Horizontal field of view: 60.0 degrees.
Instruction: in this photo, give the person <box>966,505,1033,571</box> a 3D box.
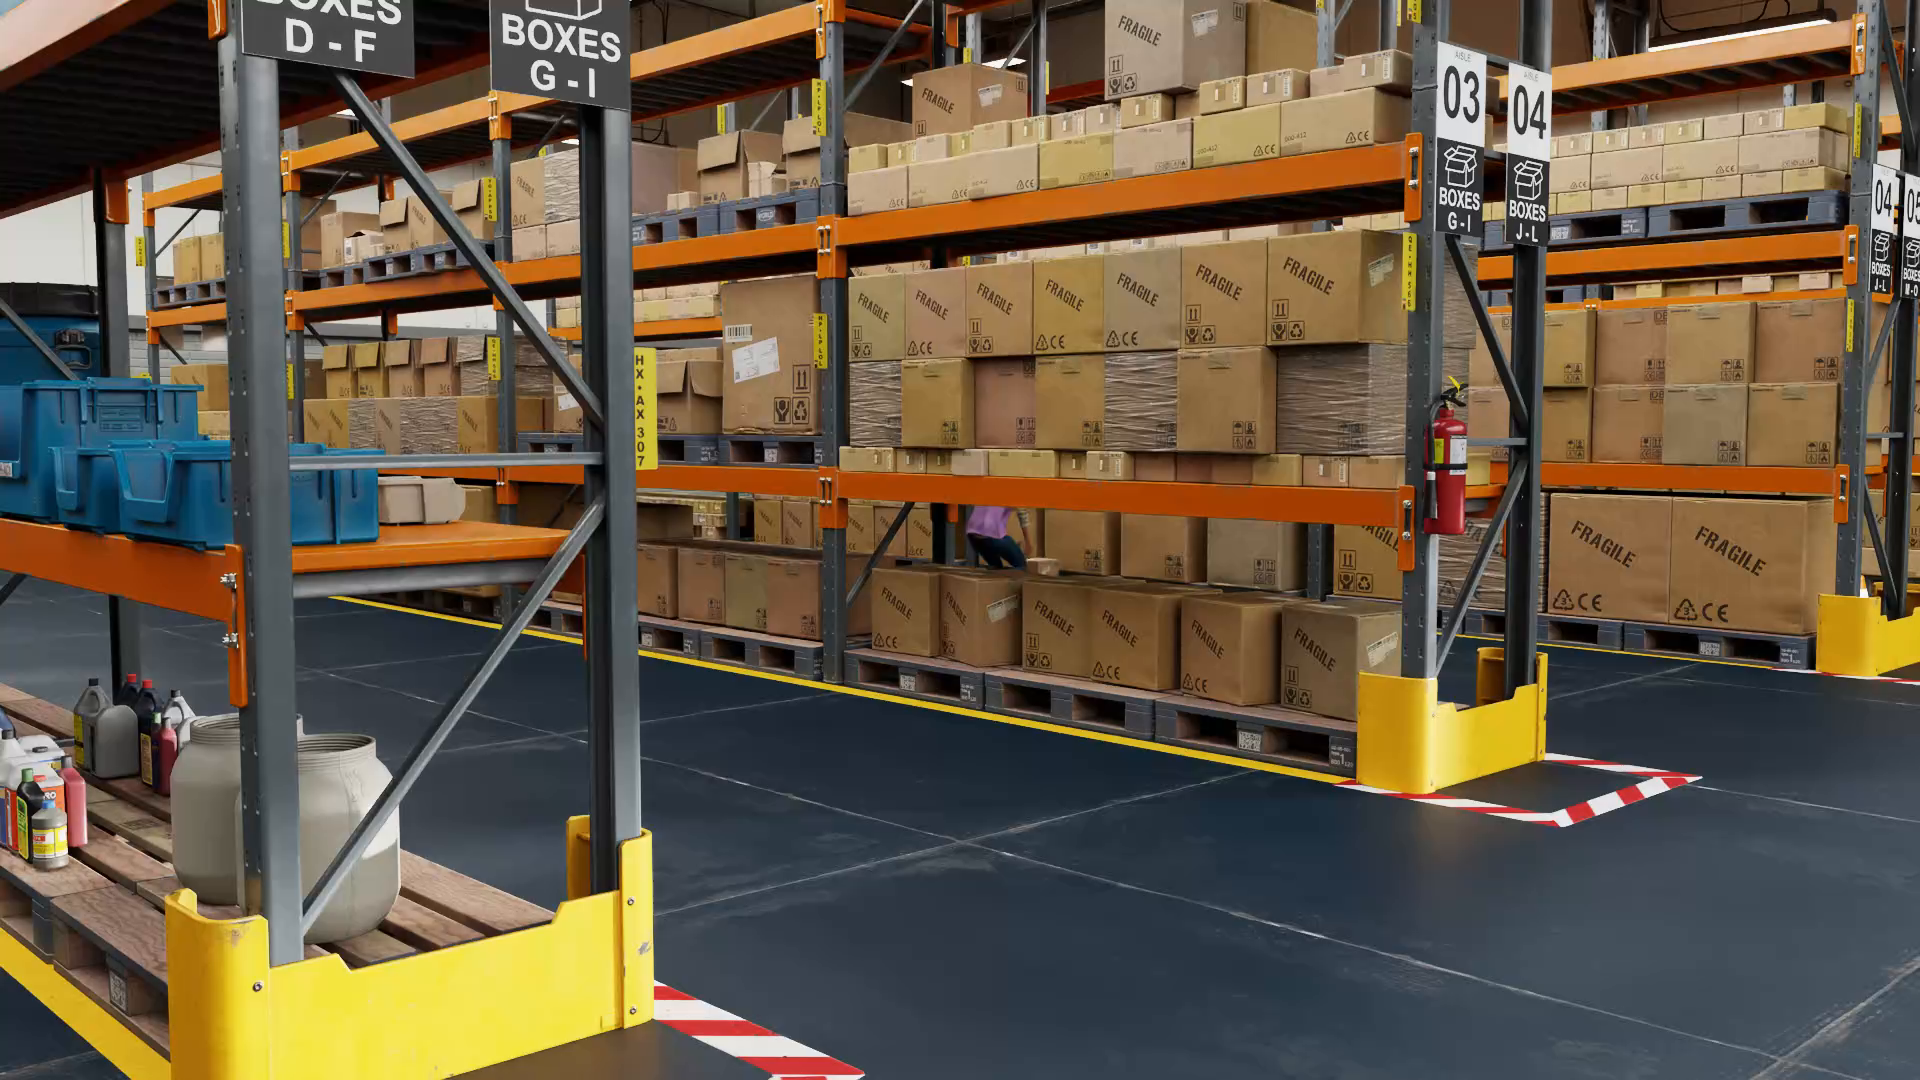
[{"bbox_3d":[0.312,-0.017,13.557,0.638,1.311,0.462,-4,6,-43],"label":"person"}]
